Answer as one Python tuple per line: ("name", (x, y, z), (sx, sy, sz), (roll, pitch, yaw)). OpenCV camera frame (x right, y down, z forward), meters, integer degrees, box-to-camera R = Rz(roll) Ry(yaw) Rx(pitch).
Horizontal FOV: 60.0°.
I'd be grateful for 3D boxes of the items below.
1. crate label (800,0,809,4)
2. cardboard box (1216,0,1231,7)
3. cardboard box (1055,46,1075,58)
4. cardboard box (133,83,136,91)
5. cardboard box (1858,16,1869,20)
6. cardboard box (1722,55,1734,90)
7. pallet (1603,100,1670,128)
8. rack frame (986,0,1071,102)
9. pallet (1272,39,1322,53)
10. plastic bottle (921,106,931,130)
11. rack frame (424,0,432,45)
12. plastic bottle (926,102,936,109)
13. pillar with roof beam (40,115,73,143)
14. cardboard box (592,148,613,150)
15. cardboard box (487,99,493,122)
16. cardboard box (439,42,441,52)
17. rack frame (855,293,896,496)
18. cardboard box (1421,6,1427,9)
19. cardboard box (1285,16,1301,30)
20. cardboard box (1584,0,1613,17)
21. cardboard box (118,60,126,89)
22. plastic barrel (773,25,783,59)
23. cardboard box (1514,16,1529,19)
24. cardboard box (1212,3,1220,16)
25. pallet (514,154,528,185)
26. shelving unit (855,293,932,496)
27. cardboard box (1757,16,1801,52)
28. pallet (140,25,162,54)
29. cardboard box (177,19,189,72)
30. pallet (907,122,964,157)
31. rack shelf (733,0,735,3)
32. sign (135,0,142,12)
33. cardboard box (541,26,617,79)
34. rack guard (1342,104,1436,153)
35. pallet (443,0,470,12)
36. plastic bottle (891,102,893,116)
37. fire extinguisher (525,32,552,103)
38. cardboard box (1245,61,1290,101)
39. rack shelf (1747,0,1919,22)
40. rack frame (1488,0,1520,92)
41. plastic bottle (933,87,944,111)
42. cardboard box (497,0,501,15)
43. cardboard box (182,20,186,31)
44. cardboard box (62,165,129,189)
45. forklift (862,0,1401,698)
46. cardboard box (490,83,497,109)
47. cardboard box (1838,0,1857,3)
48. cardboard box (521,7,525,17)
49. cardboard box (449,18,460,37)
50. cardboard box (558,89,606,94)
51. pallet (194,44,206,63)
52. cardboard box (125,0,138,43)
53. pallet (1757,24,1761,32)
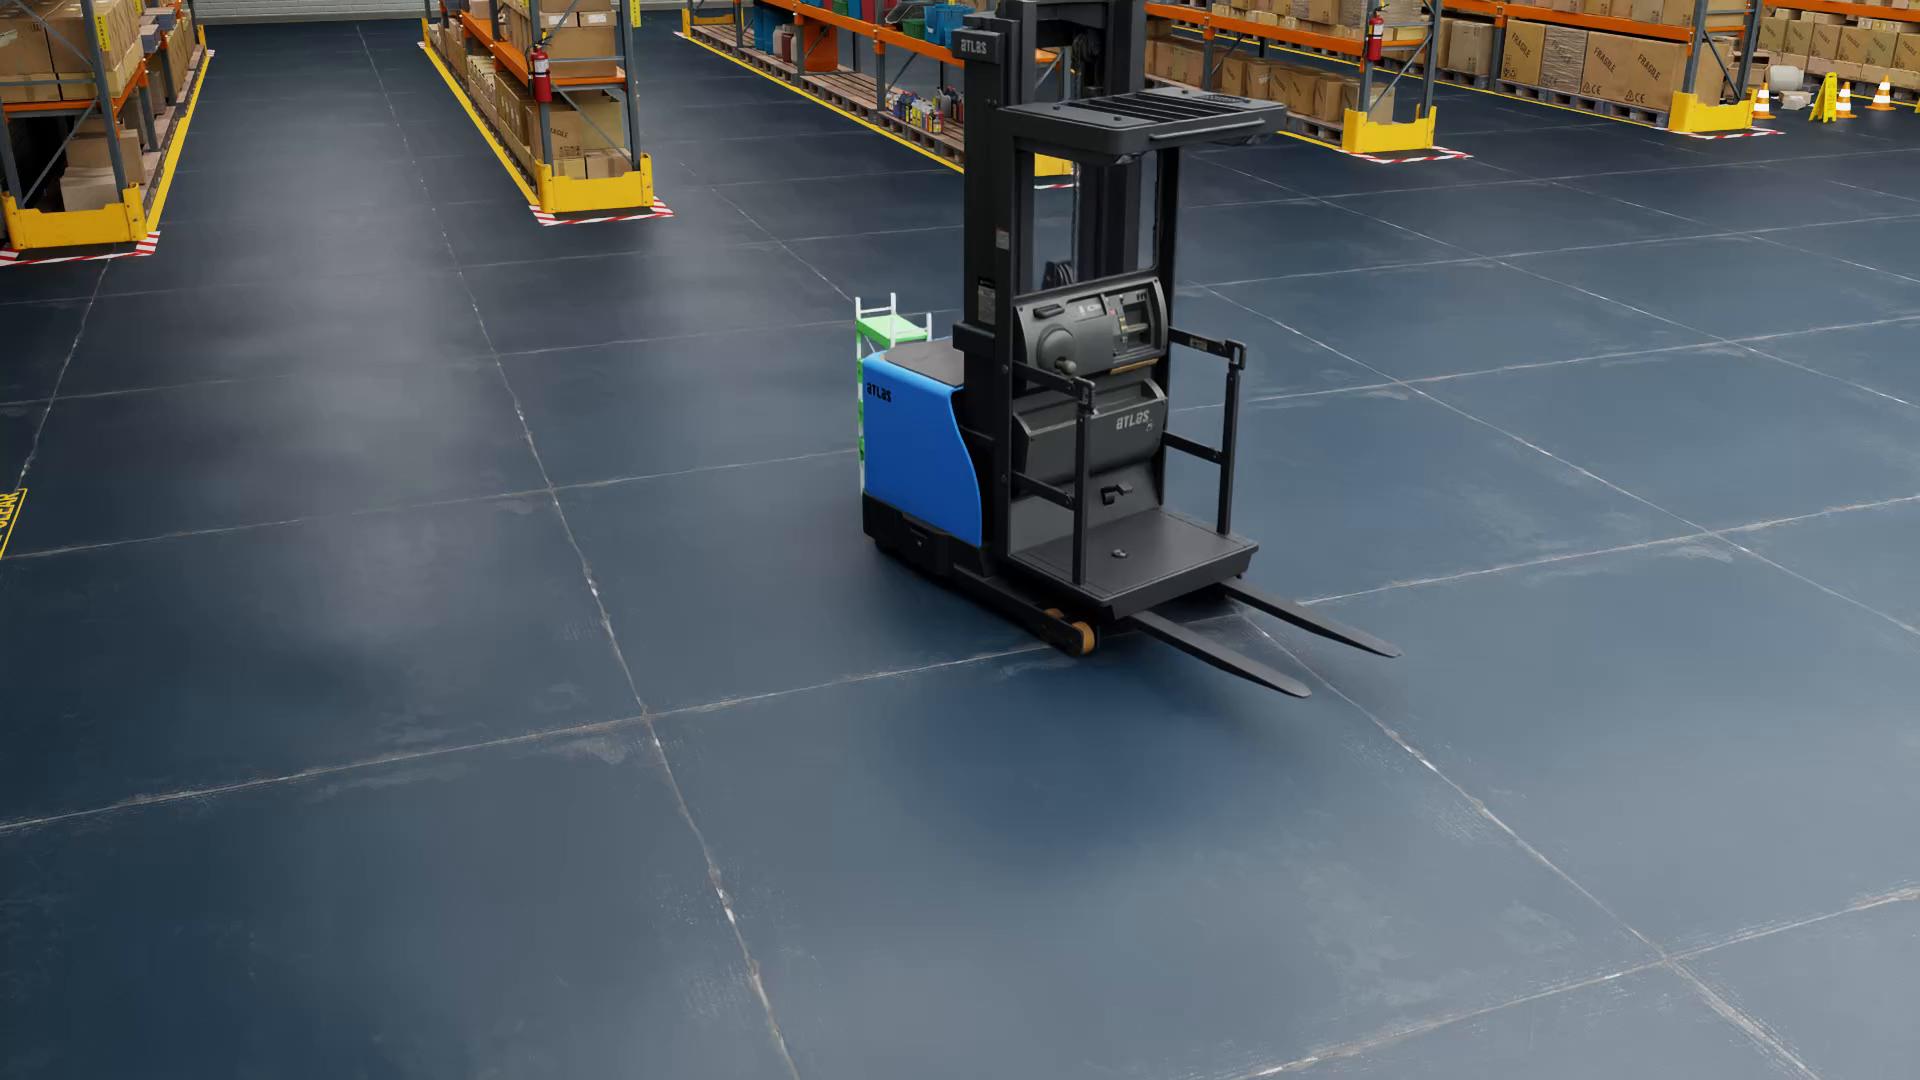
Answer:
("crate label", (-2.253, -8.235, 25.141), (0.303, 0.233, 0.416), (-8, 24, -19))
("cardboard box", (4.097, -7.754, 23.272), (0.875, 0.500, 0.500), (-8, 24, -19))
("cardboard box", (2.358, -8.664, 28.139), (1.225, 0.875, 0.875), (-10, 25, -21))
("cardboard box", (-10.528, -5.713, 20.630), (0.500, 0.250, 0.500), (-9, 25, -21))
("cardboard box", (17.180, -9.628, 30.747), (0.875, 0.625, 0.625), (-9, 25, -21))
("cardboard box", (11.353, -7.190, 25.487), (0.797, 0.637, 0.503), (-8, 24, -19))
("pallet", (9.729, -5.928, 23.042), (1.003, 0.211, 1.213), (-8, 24, -19))
("rack frame", (0.775, -5.610, 18.697), (1.000, 3.000, 0.127), (-8, 24, -19))
("pallet", (6.556, -9.281, 30.999), (1.003, 0.211, 1.213), (-8, 24, -19))
("plastic bottle", (-0.396, -5.310, 20.927), (0.152, 0.276, 0.135), (-9, 24, -20))
("rack frame", (-9.513, -10.745, 30.881), (1.000, 3.000, 0.127), (-8, 24, -19))
("plastic bottle", (-0.395, -5.467, 21.299), (0.152, 0.276, 0.135), (-8, 24, -19))
("pillar with roof beam", (-7.642, -9.921, 21.203), (9.100, 9.000, 0.400), (-8, 24, -19))
("cardboard box", (-4.022, -4.264, 18.505), (0.500, 0.250, 0.500), (-8, 24, -19))
("cardboard box", (-5.868, -5.606, 21.688), (0.500, 0.250, 0.500), (-9, 24, -20))
("cardboard box", (-8.755, -8.477, 28.604), (0.380, 0.149, 0.250), (-8, 24, -19))
("rack frame", (-0.481, -0.837, 9.691), (0.240, 1.200, 0.015), (-11, 25, -24))
("cardboard box", (7.389, -8.763, 28.535), (1.050, 0.750, 0.750), (-9, 24, -20))
("cardboard box", (4.487, -6.779, 21.796), (0.380, 0.149, 0.250), (-8, 24, -19))
("cardboard box", (9.390, -7.735, 23.547), (0.875, 0.550, 0.500), (-8, 24, -19))
("cardboard box", (-8.565, -4.598, 16.464), (0.500, 0.250, 0.500), (-9, 25, -21))
("plastic barrel", (-2.922, -8.342, 27.843), (0.421, 0.512, 0.421), (0, 23, 0))
("cardboard box", (11.376, -10.357, 32.156), (0.875, 0.875, 0.875), (-8, 24, -18))
("cardboard box", (3.790, -7.507, 23.523), (0.380, 0.149, 0.250), (-8, 24, -19))
("pallet", (-4.597, -4.361, 19.325), (1.003, 0.211, 1.213), (-8, 24, -19))
("shelving unit", (-0.375, -0.752, 9.488), (0.258, 1.200, 0.503), (-11, 25, -24))
("cardboard box", (13.222, -8.123, 26.694), (0.500, 0.500, 0.500), (-7, 24, -16))
("pallet", (-10.040, -5.913, 19.664), (1.003, 0.211, 1.213), (-8, 24, -19))
("cardboard box", (-12.381, -7.595, 25.635), (0.750, 0.750, 0.750), (-8, 24, -18))
("pallet", (-0.005, -5.084, 21.041), (1.003, 0.211, 1.213), (-8, 24, -19))
("rack shelf", (-4.171, -10.365, 30.906), (1.077, 0.370, 4.000), (-8, 24, -19))
("sign", (-9.401, -6.180, 18.935), (0.100, 0.325, 0.005), (-8, 24, -19))
("cardboard box", (-4.013, -5.149, 17.475), (0.700, 0.500, 0.500), (-8, 24, -19))
("rack guard", (5.382, -5.165, 20.860), (1.175, 0.500, 0.348), (-8, 24, -19))
("pallet", (-6.992, -7.986, 24.583), (1.213, 0.211, 1.003), (-8, 24, -19))
("plastic bottle", (-0.864, -5.726, 22.011), (0.097, 0.201, 0.097), (0, 23, 0))
("fire extinguisher", (-4.253, -4.789, 16.850), (0.296, 0.674, 0.183), (-8, 24, -19))
("cardboard box", (4.309, -6.426, 23.312), (0.500, 0.500, 0.500), (-1, 23, -2))
("rack shelf", (13.973, -8.044, 25.399), (1.077, 0.370, 4.000), (-8, 24, -19))
("rack frame", (8.671, -8.386, 25.285), (1.000, 3.000, 0.127), (-8, 24, -19))
("plastic bottle", (-0.276, -5.831, 22.066), (0.144, 0.351, 0.185), (-8, 24, -19))
("cardboard box", (-5.892, -7.085, 22.070), (0.500, 0.500, 0.500), (-8, 24, -19))
("cardboard box", (-12.851, -8.386, 27.128), (0.380, 0.149, 0.250), (-8, 24, -17))
("cardboard box", (-8.855, -3.685, 17.026), (0.500, 0.311, 0.500), (-6, 24, -15))
("forklift", (0.778, -1.014, 7.882), (1.130, 2.935, 3.031), (-17, 28, -35))
("cardboard box", (-5.685, -5.677, 21.135), (0.500, 0.311, 0.500), (-8, 24, -19))
("cardboard box", (13.636, -8.274, 25.343), (0.380, 0.149, 0.250), (-8, 24, -19))
("cardboard box", (-4.632, -5.859, 18.325), (0.380, 0.149, 0.250), (-8, 24, -18))
("cardboard box", (-7.803, -8.115, 26.329), (0.500, 0.250, 0.500), (-8, 24, -19))
("cardboard box", (-4.369, -4.974, 19.223), (0.500, 0.500, 0.500), (-8, 24, -19))
("pallet", (-13.790, -8.499, 29.143), (1.003, 0.211, 1.213), (-8, 24, -19))
("cardboard box", (-9.268, -5.679, 18.065), (0.500, 0.500, 0.500), (-8, 24, -19))
("pallet", (16.267, -10.229, 33.249), (1.003, 0.211, 1.213), (-8, 24, -19))
